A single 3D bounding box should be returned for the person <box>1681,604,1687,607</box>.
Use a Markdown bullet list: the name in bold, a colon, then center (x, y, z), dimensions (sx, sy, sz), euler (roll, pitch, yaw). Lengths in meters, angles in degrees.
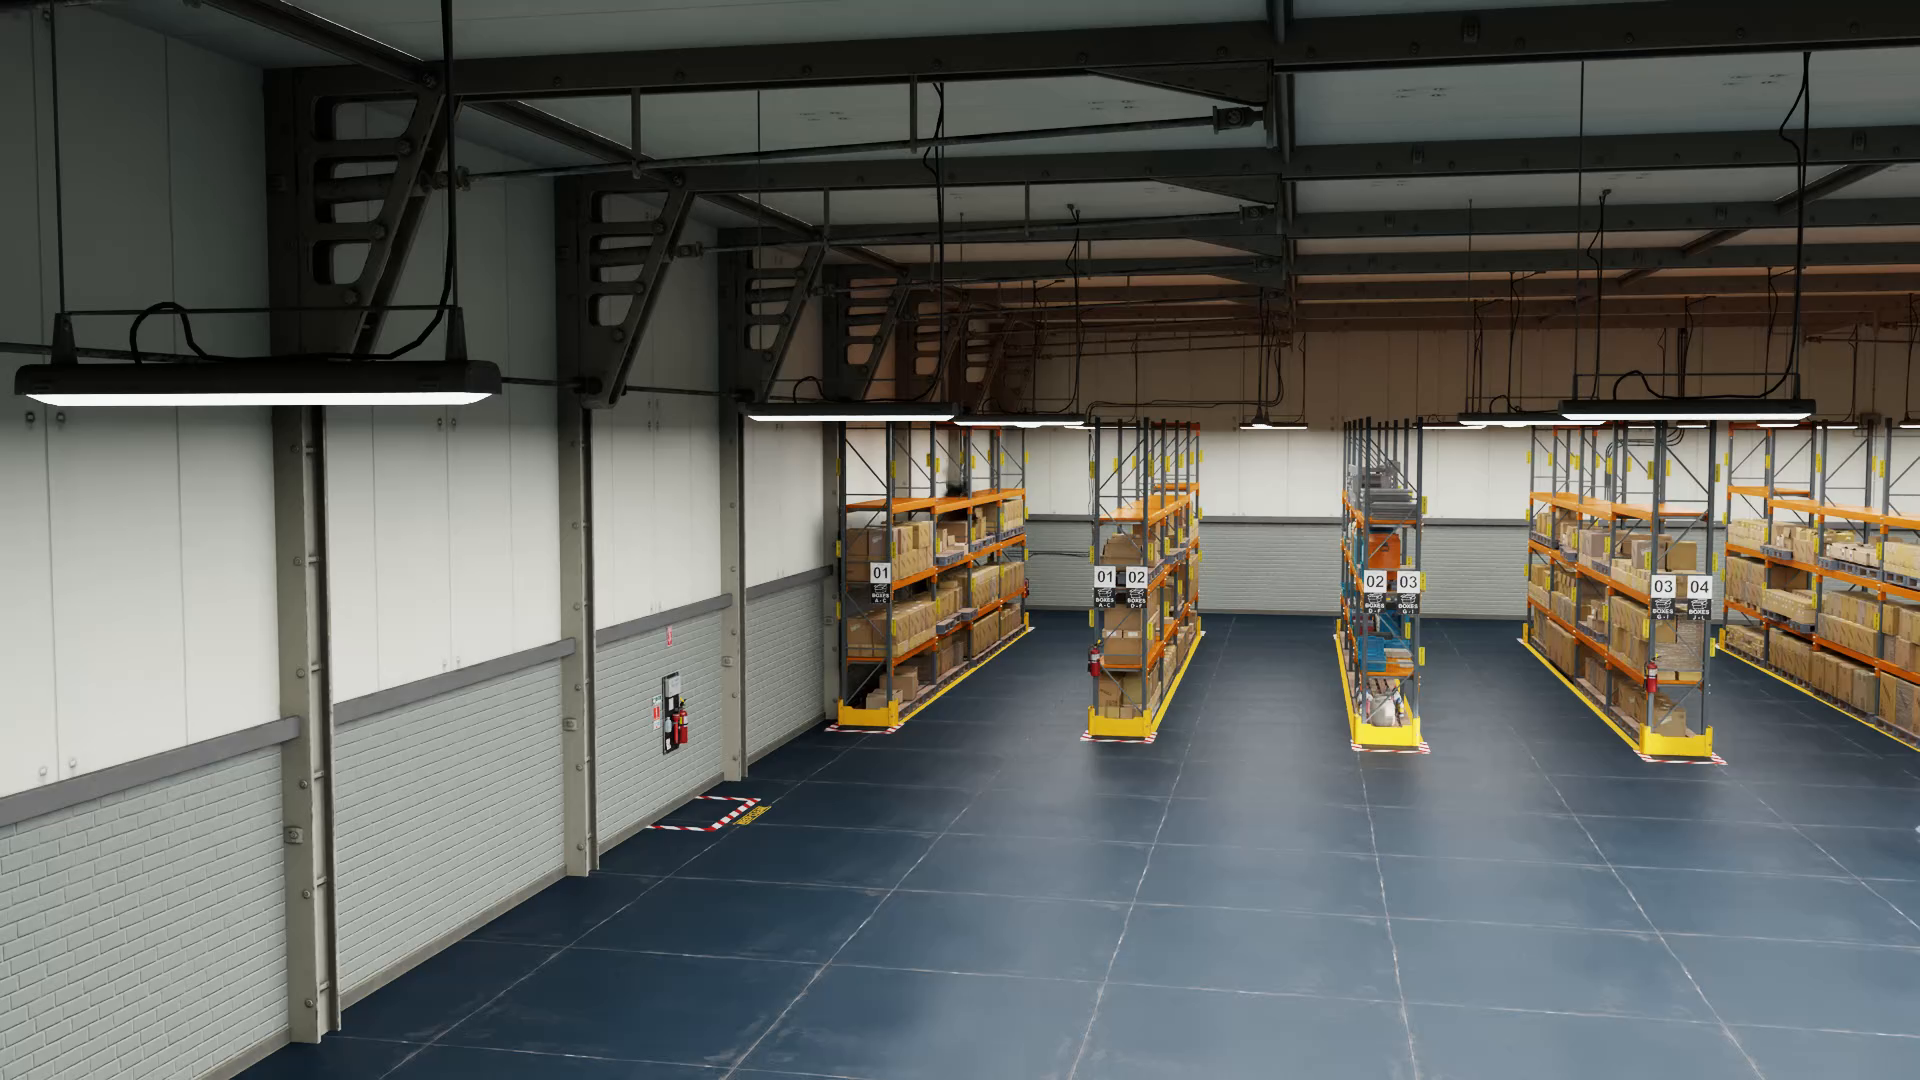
- **person**: center (18.752, 2.056, 43.167), dimensions (0.673, 1.783, 0.827), euler (1, 4, 14)
